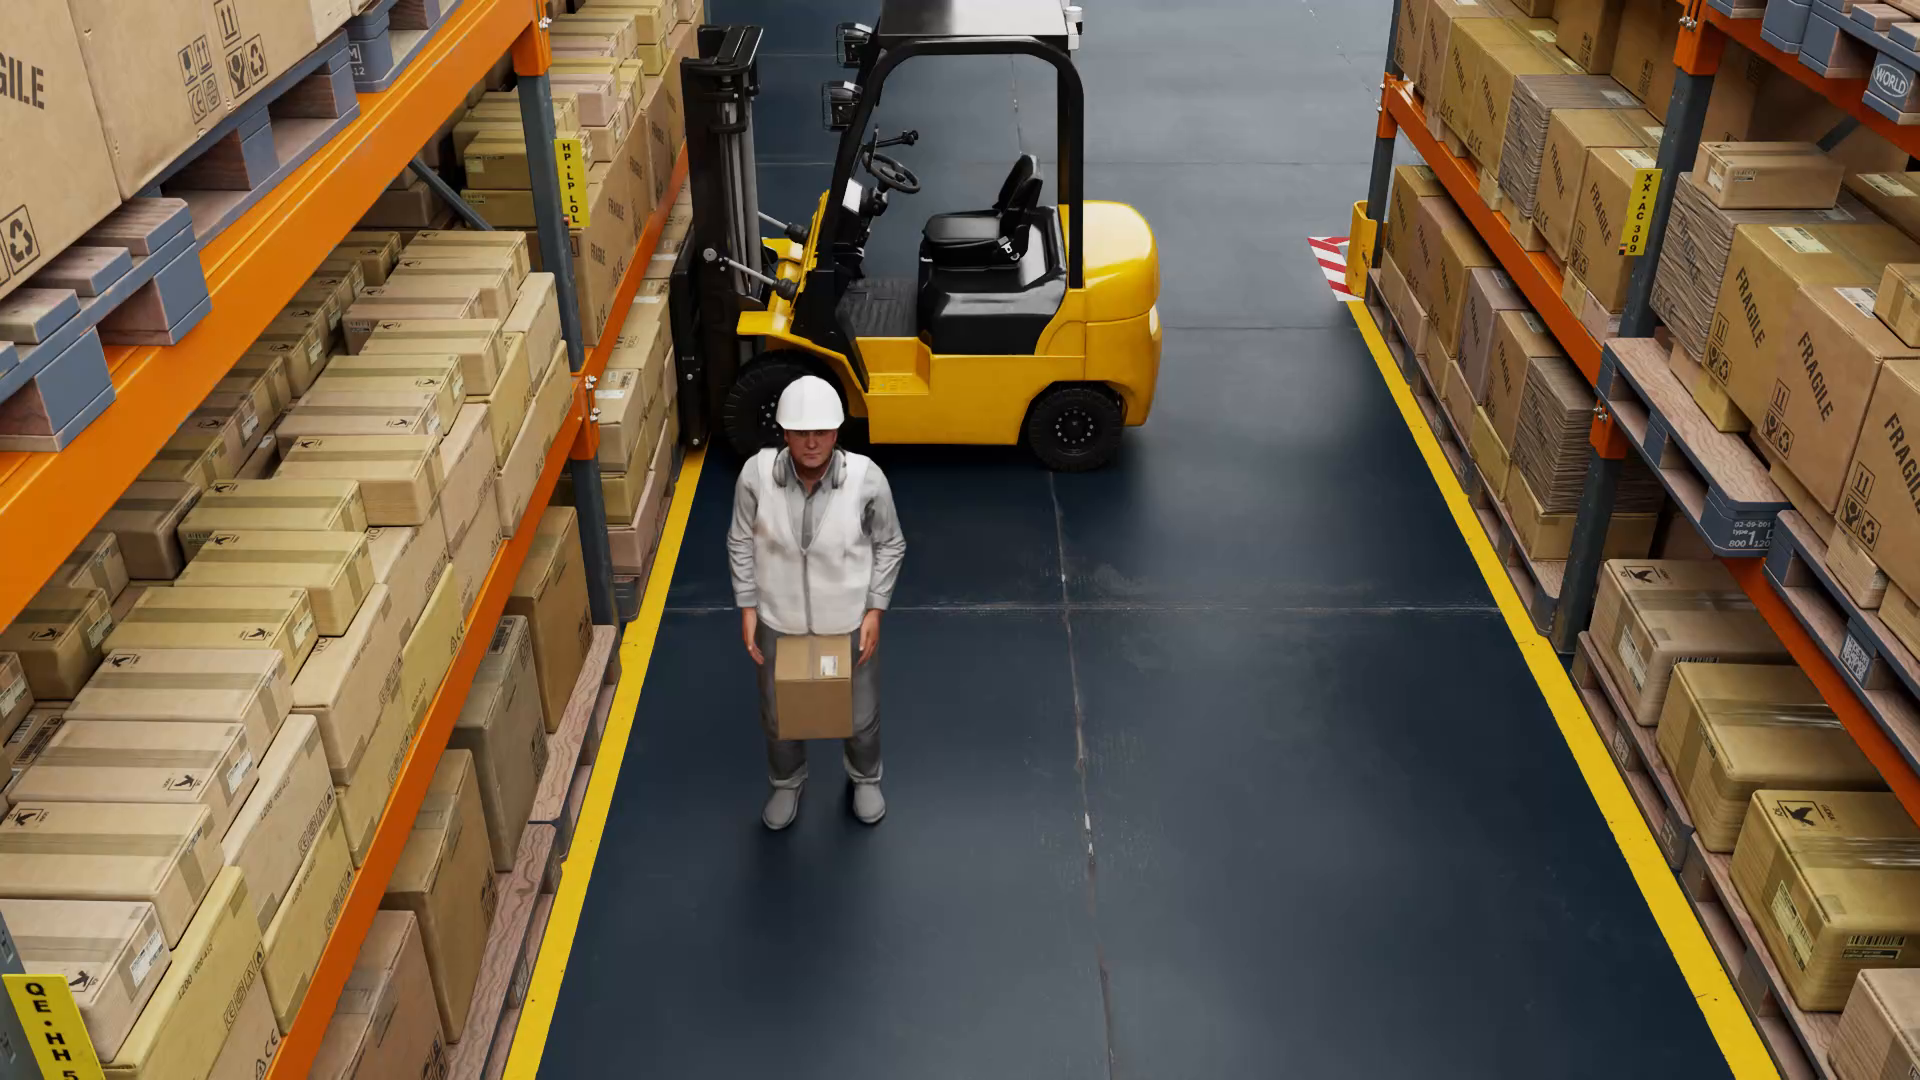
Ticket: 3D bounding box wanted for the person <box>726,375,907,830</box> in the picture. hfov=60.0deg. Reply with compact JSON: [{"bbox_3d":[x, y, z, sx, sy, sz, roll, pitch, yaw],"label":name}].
[{"bbox_3d":[-0.485,0.249,5.712,0.608,1.760,0.435,0,31,1],"label":"person"}]
